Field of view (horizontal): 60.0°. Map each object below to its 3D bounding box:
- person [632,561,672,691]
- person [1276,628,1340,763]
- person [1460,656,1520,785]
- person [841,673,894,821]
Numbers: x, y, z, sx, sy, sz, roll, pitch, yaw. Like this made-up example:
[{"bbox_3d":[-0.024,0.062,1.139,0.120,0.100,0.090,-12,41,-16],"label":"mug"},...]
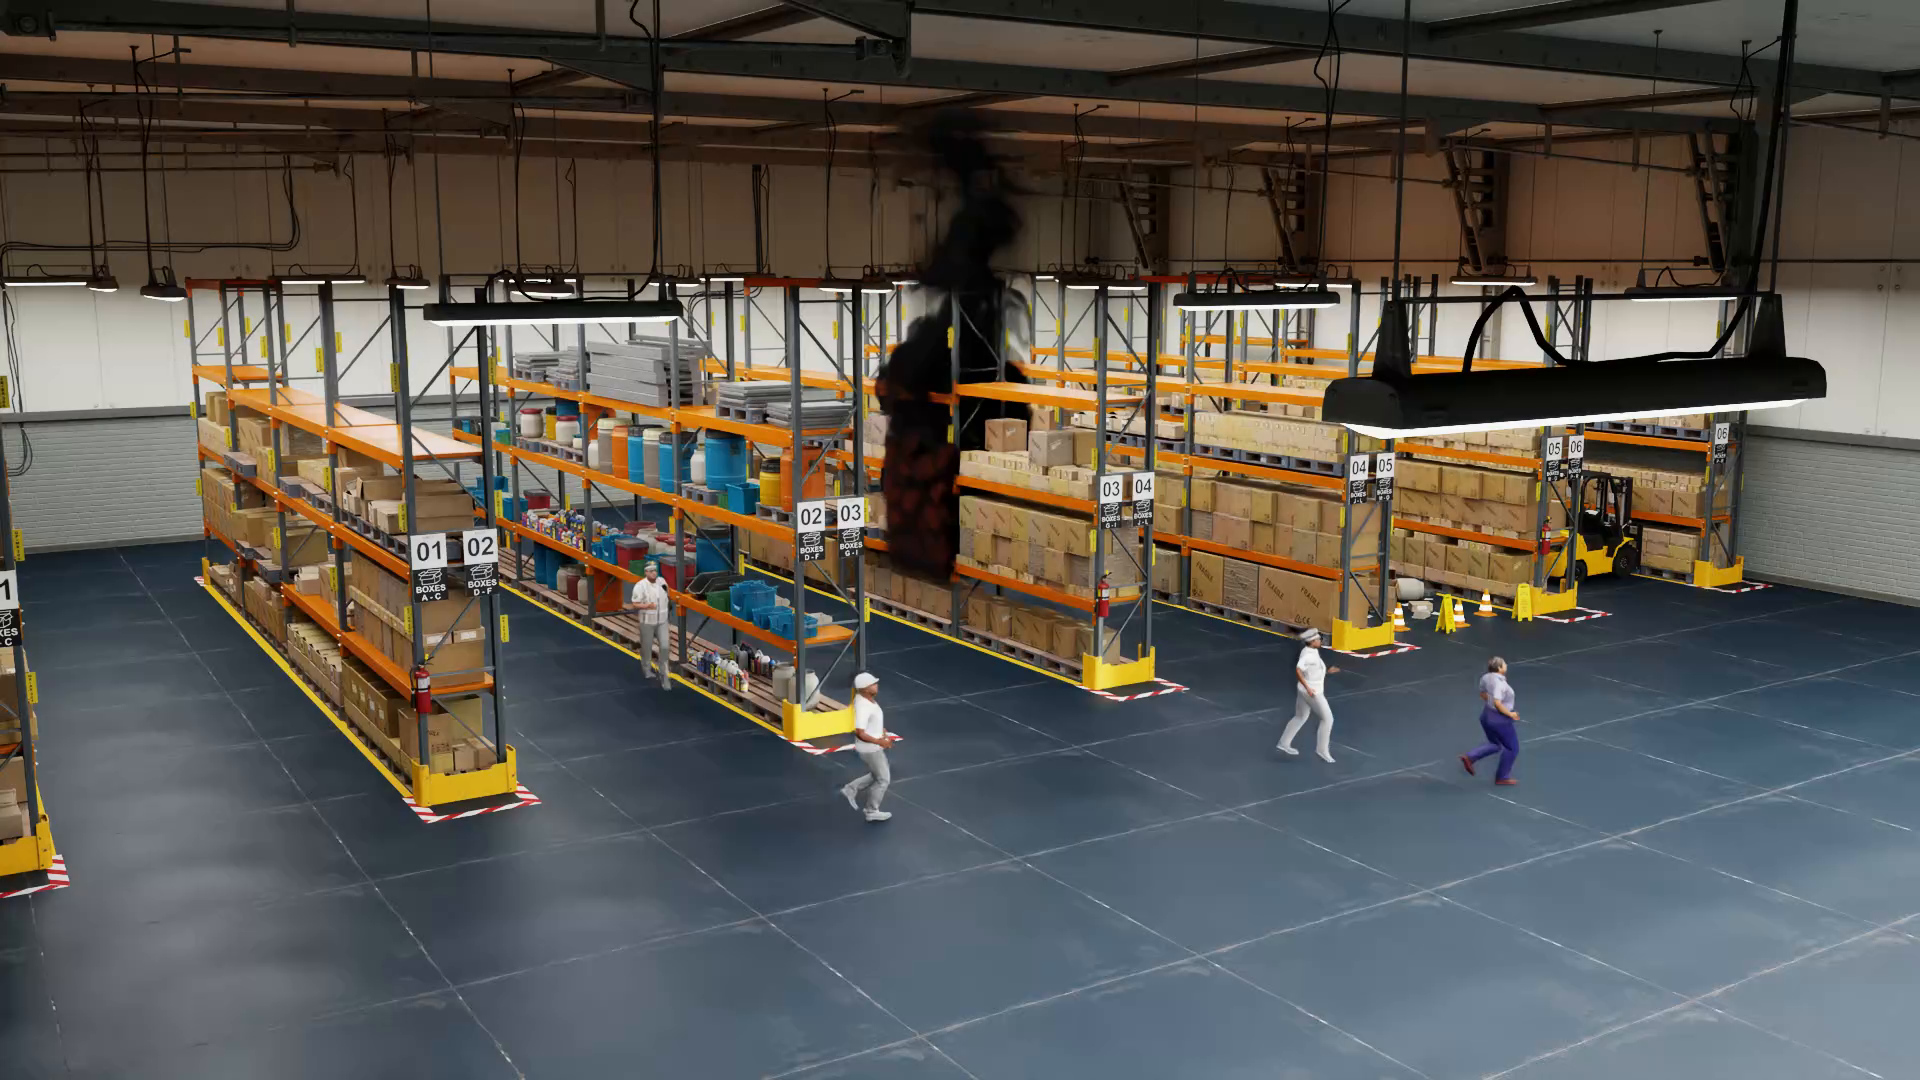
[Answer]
[{"bbox_3d":[-4.392,1.227,23.906,0.638,1.909,0.747,-5,11,-29],"label":"person"},{"bbox_3d":[4.445,1.980,21.165,0.770,1.758,0.546,-1,10,-4],"label":"person"},{"bbox_3d":[6.492,2.189,20.188,0.659,1.598,0.597,-1,10,-8],"label":"person"},{"bbox_3d":[-1.054,2.347,18.891,0.608,1.718,0.697,0,10,-3],"label":"person"}]
